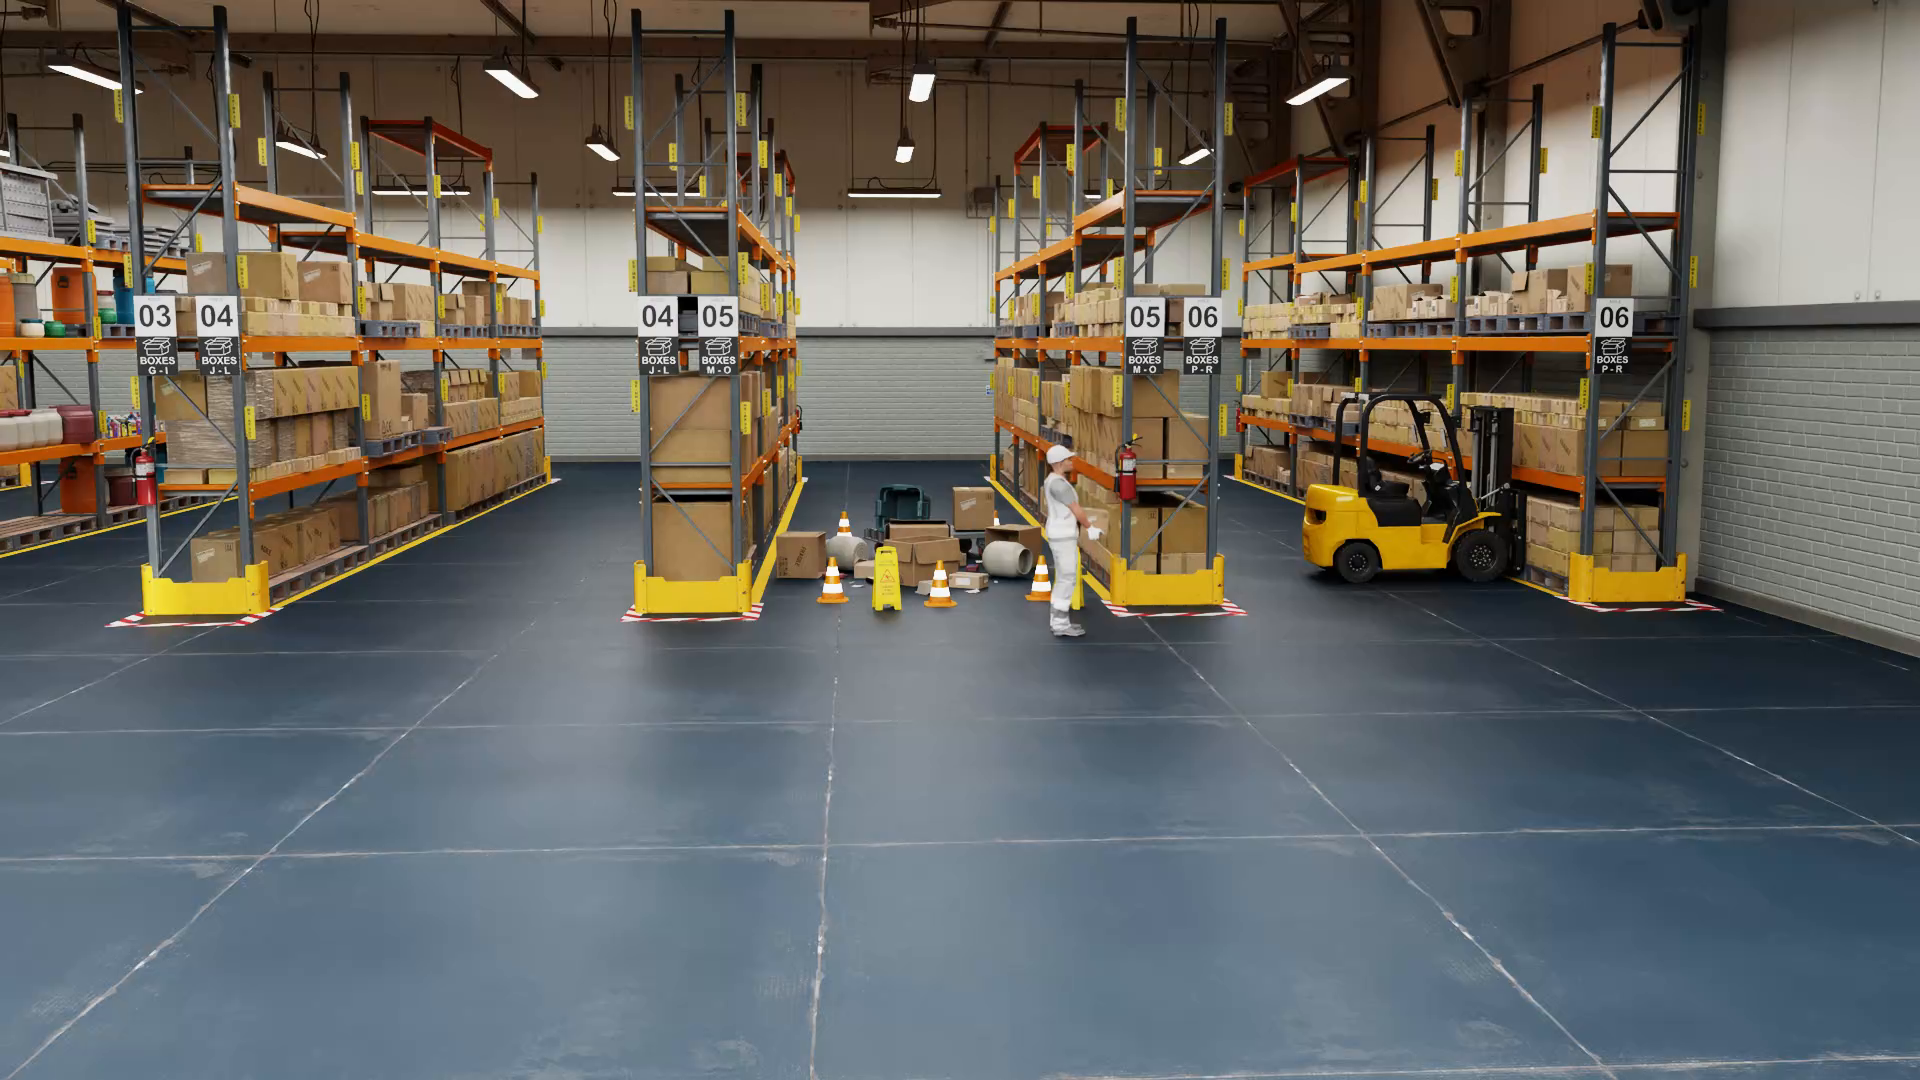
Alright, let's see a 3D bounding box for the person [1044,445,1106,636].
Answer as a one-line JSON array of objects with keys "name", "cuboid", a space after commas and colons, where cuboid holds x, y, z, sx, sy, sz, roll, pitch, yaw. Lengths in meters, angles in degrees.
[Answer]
[{"name": "person", "cuboid": [1.075, -0.002, 15.669, 0.554, 1.784, 0.494, 0, 7, -3]}]
